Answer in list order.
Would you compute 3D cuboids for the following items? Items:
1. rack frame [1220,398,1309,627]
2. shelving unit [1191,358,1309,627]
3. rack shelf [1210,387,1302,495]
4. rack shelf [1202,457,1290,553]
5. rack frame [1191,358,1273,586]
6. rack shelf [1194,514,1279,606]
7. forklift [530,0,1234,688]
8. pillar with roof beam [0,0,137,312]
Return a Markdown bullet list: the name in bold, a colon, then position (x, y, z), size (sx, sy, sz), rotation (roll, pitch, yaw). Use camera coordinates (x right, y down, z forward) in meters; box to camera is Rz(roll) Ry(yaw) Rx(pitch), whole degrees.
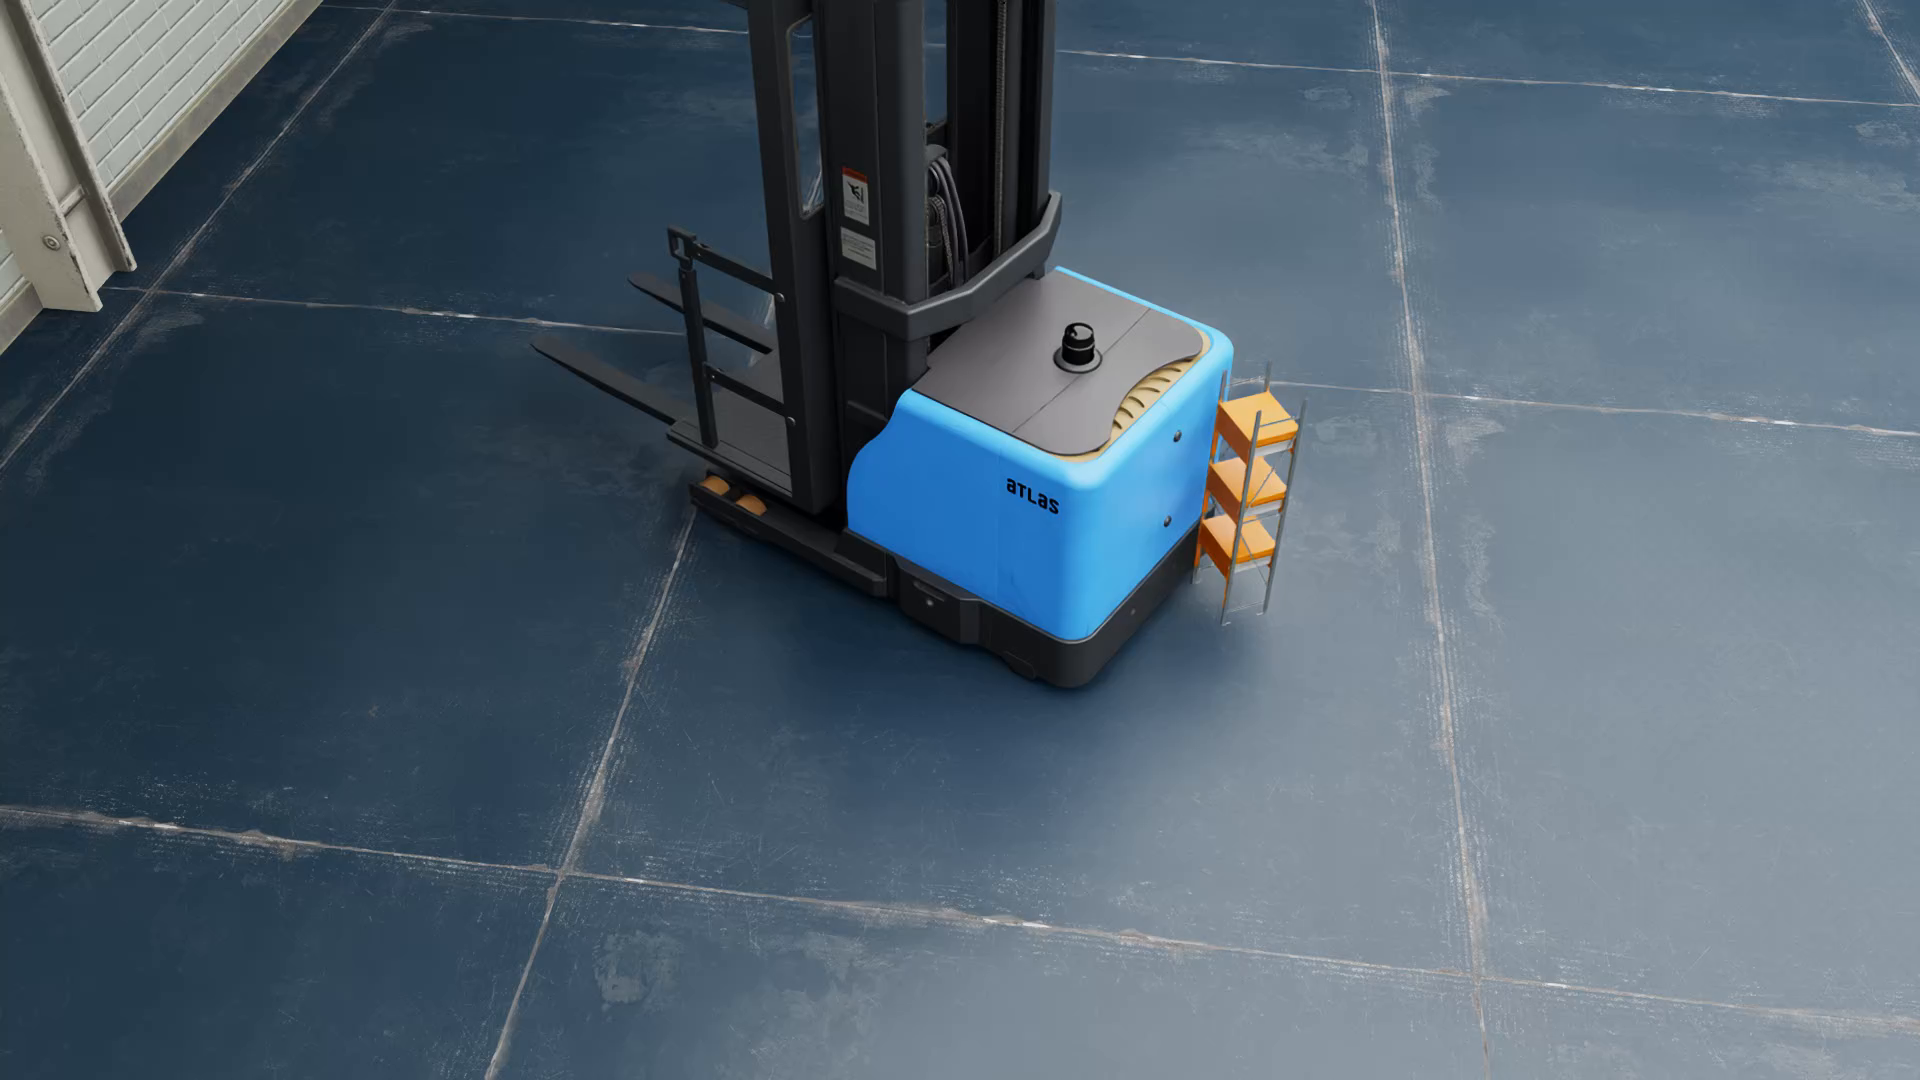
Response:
- **rack frame**: position (1.101, -0.078, 6.063), size (0.200, 1.050, 0.008), rotation (-15, 45, -16)
- **shelving unit**: position (1.056, -0.155, 6.146), size (0.215, 1.050, 0.252), rotation (-15, 45, -16)
- **rack shelf**: position (1.060, -0.356, 5.961), size (0.215, 0.259, 0.240), rotation (-15, 45, -16)
- **rack shelf**: position (1.056, -0.147, 6.153), size (0.215, 0.259, 0.240), rotation (-15, 45, -16)
- **rack frame**: position (1.011, -0.233, 6.229), size (0.200, 1.050, 0.008), rotation (-15, 45, -16)
- **rack shelf**: position (1.052, 0.057, 6.342), size (0.215, 0.259, 0.240), rotation (-15, 45, -16)
- **forklift**: position (-0.488, -1.349, 6.043), size (3.031, 2.935, 1.130), rotation (27, 50, 25)
- **pillar with roof beam**: position (0.046, -4.107, 4.543), size (9.100, 9.000, 0.400), rotation (5, 44, 6)
